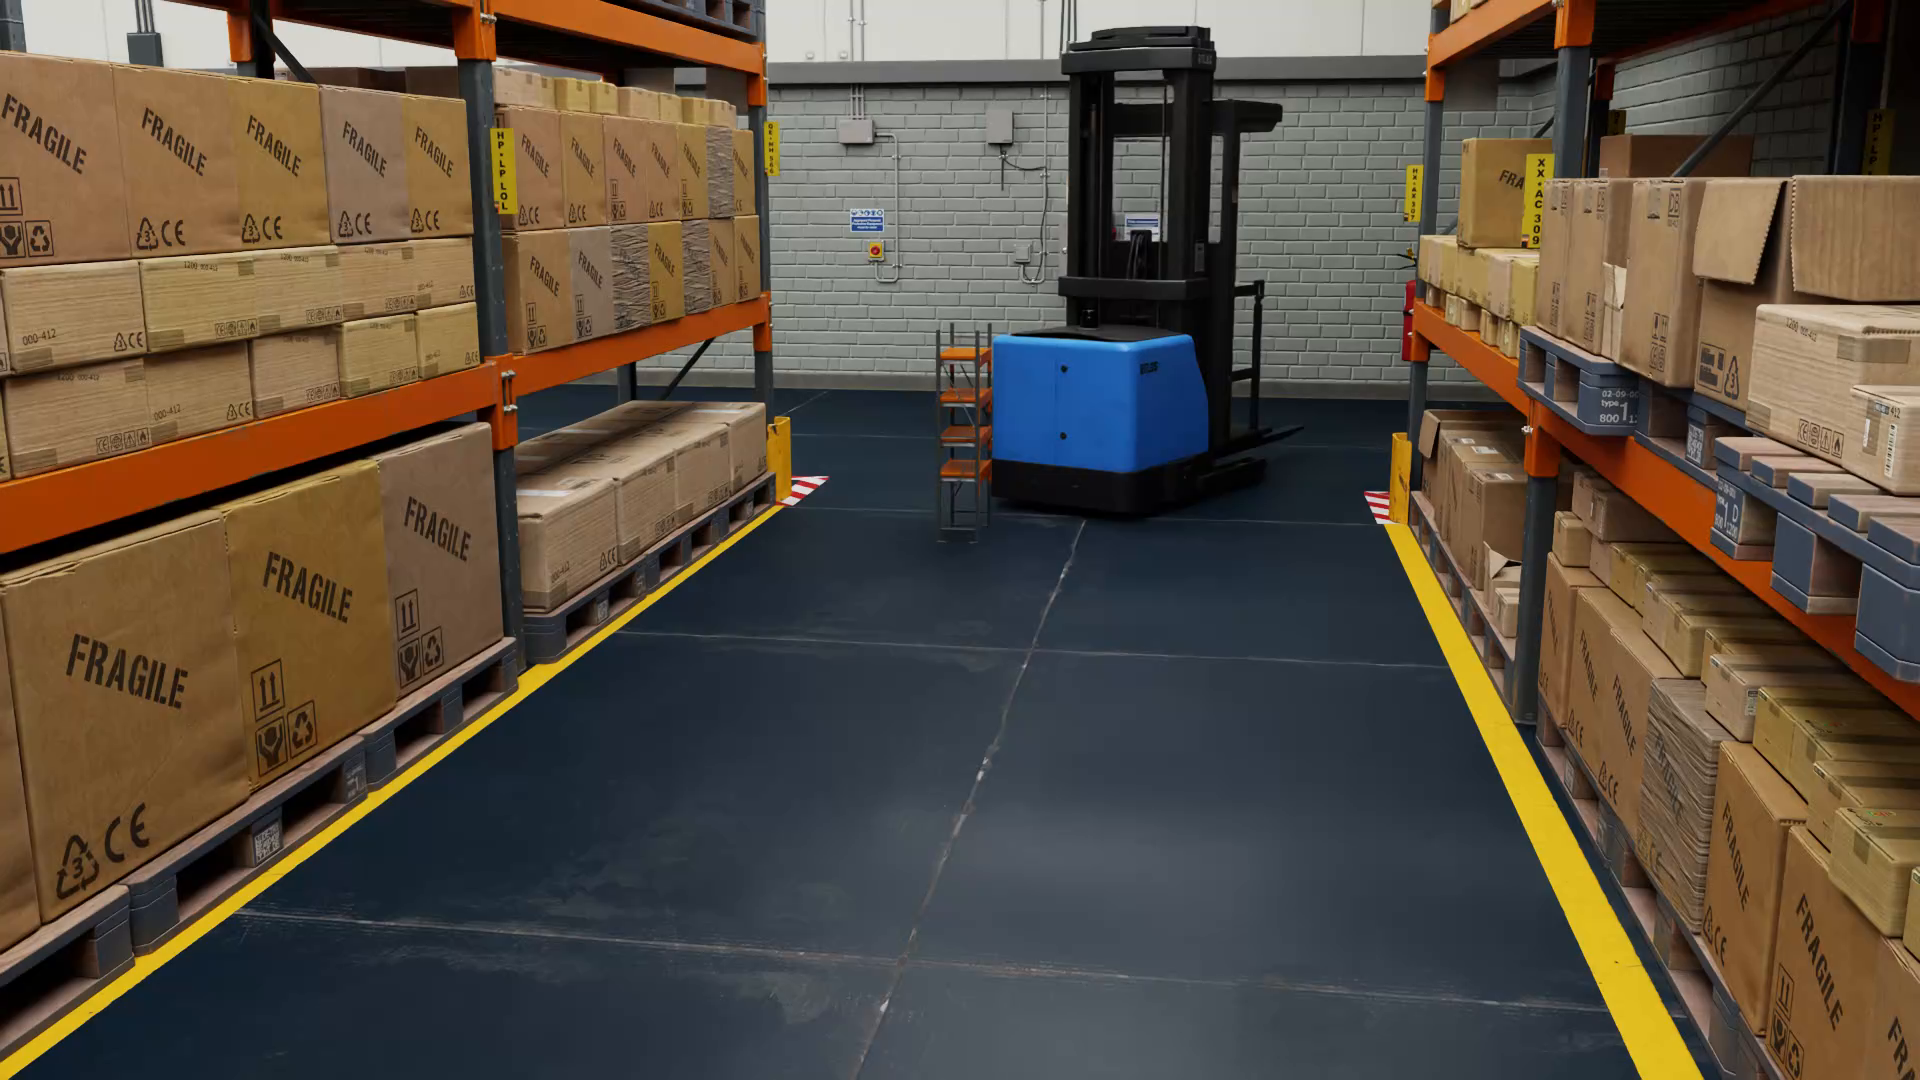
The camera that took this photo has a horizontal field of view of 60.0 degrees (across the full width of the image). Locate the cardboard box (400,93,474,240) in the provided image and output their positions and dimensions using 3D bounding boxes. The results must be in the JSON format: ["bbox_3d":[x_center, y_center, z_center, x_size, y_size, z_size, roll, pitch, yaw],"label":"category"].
[{"bbox_3d":[-2.136,-1.360,6.072,0.500,0.500,0.500,2,12,10],"label":"cardboard box"}]

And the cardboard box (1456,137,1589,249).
[{"bbox_3d":[2.639,-1.636,7.837,0.500,0.500,0.500,2,12,10],"label":"cardboard box"}]

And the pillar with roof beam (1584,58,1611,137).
[{"bbox_3d":[0.256,-5.200,12.262,9.100,9.000,0.400,2,12,9],"label":"pillar with roof beam"}]

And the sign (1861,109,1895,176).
[{"bbox_3d":[3.139,-1.312,5.712,0.100,0.325,0.005,2,12,9],"label":"sign"}]

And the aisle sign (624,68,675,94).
[{"bbox_3d":[-1.976,-3.051,10.360,0.394,0.787,0.004,2,12,9],"label":"aisle sign"}]

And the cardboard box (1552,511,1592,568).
[{"bbox_3d":[2.272,0.003,5.758,0.380,0.149,0.250,2,12,11],"label":"cardboard box"}]

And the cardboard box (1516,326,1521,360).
[{"bbox_3d":[2.408,-0.770,6.541,0.380,0.149,0.250,2,12,10],"label":"cardboard box"}]

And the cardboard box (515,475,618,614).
[{"bbox_3d":[-2.113,-0.003,7.473,0.875,0.438,0.875,2,12,8],"label":"cardboard box"}]

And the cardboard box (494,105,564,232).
[{"bbox_3d":[-2.003,-1.552,6.965,0.500,0.500,0.500,2,12,9],"label":"cardboard box"}]

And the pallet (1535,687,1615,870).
[{"bbox_3d":[2.502,0.771,5.417,1.003,0.211,1.213,2,12,9],"label":"pallet"}]

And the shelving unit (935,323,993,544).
[{"bbox_3d":[0.025,-0.621,9.527,0.258,1.200,0.503,2,12,9],"label":"shelving unit"}]

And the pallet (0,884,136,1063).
[{"bbox_3d":[-2.735,1.111,3.837,1.003,0.211,1.213,2,12,9],"label":"pallet"}]

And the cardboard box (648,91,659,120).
[{"bbox_3d":[-1.759,-2.208,8.468,0.380,0.149,0.250,2,12,10],"label":"cardboard box"}]

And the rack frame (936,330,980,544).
[{"bbox_3d":[-0.012,-0.570,9.291,0.240,1.200,0.015,2,12,9],"label":"rack frame"}]

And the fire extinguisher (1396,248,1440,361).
[{"bbox_3d":[2.771,-1.421,10.037,0.296,0.674,0.183,2,12,9],"label":"fire extinguisher"}]

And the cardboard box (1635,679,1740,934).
[{"bbox_3d":[2.054,0.670,4.203,0.500,0.500,0.500,1,12,7],"label":"cardboard box"}]

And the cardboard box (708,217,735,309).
[{"bbox_3d":[-1.605,-1.592,9.522,0.500,0.500,0.500,2,12,7],"label":"cardboard box"}]

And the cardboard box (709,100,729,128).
[{"bbox_3d":[-1.529,-2.419,9.449,0.380,0.149,0.250,2,12,8],"label":"cardboard box"}]

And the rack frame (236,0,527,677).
[{"bbox_3d":[-2.315,-0.923,6.657,1.000,3.000,0.127,2,12,9],"label":"rack frame"}]

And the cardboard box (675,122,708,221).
[{"bbox_3d":[-1.670,-1.973,8.917,0.500,0.500,0.500,2,12,8],"label":"cardboard box"}]

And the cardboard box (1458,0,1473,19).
[{"bbox_3d":[2.682,-2.669,8.234,0.380,0.149,0.250,2,12,8],"label":"cardboard box"}]

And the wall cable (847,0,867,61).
[{"bbox_3d":[-1.104,-5.882,15.425,0.463,3.000,0.029,2,12,9],"label":"wall cable"}]

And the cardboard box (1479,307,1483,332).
[{"bbox_3d":[2.644,-1.035,7.774,0.380,0.149,0.250,2,12,9],"label":"cardboard box"}]

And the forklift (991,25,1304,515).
[{"bbox_3d":[1.431,-1.842,11.085,1.130,2.935,3.031,8,15,34],"label":"forklift"}]

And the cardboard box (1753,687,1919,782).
[{"bbox_3d":[2.019,0.442,3.722,0.380,0.149,0.250,2,12,8],"label":"cardboard box"}]

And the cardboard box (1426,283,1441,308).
[{"bbox_3d":[2.883,-1.413,9.528,0.380,0.149,0.250,2,12,8],"label":"cardboard box"}]

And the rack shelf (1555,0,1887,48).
[{"bbox_3d":[2.282,-1.461,3.742,1.077,0.370,4.000,2,12,9],"label":"rack shelf"}]

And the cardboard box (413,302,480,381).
[{"bbox_3d":[-2.135,-0.748,6.201,0.500,0.250,0.500,2,12,7],"label":"cardboard box"}]

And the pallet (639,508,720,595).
[{"bbox_3d":[-1.936,0.030,8.855,1.003,0.211,1.213,2,12,9],"label":"pallet"}]

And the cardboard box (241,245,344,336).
[{"bbox_3d":[-2.286,-0.782,5.172,0.500,0.250,0.500,2,12,10],"label":"cardboard box"}]

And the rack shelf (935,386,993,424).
[{"bbox_3d":[0.025,-0.774,9.494,0.258,0.148,0.480,2,12,9],"label":"rack shelf"}]

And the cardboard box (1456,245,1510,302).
[{"bbox_3d":[2.659,-1.264,7.890,0.500,0.250,0.500,2,12,7],"label":"cardboard box"}]

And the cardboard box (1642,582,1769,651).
[{"bbox_3d":[2.173,0.225,4.727,0.380,0.149,0.250,2,12,9],"label":"cardboard box"}]

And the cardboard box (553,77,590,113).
[{"bbox_3d":[-1.890,-1.993,7.473,0.380,0.149,0.250,2,12,8],"label":"cardboard box"}]

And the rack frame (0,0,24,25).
[{"bbox_3d":[-6.607,-4.828,10.535,1.000,3.000,0.127,2,12,9],"label":"rack frame"}]

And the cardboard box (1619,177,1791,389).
[{"bbox_3d":[2.094,-0.653,4.167,0.700,0.500,0.500,2,12,8],"label":"cardboard box"}]

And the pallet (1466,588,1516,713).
[{"bbox_3d":[2.696,0.457,6.871,1.003,0.211,1.213,2,12,9],"label":"pallet"}]

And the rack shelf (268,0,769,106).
[{"bbox_3d":[-2.008,-2.454,8.348,1.077,0.370,4.000,2,12,9],"label":"rack shelf"}]

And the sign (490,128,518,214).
[{"bbox_3d":[-1.778,-1.435,6.471,0.100,0.325,0.005,2,12,9],"label":"sign"}]

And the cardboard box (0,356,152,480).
[{"bbox_3d":[-2.459,-0.327,4.248,0.500,0.250,0.500,2,12,11],"label":"cardboard box"}]

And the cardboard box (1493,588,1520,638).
[{"bbox_3d":[2.385,0.300,6.753,0.380,0.149,0.250,2,12,7],"label":"cardboard box"}]

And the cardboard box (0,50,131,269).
[{"bbox_3d":[-2.452,-0.934,4.095,0.500,0.500,0.500,2,12,10],"label":"cardboard box"}]

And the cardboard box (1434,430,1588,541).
[{"bbox_3d":[2.847,-0.278,8.601,0.700,0.500,0.500,2,12,11],"label":"cardboard box"}]

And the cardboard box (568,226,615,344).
[{"bbox_3d":[-1.903,-1.166,7.546,0.500,0.500,0.500,2,12,9],"label":"cardboard box"}]

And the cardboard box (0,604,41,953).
[{"bbox_3d":[-2.742,0.602,3.627,0.875,0.875,0.875,2,12,8],"label":"cardboard box"}]

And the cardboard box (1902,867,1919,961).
[{"bbox_3d":[1.800,0.658,2.716,0.380,0.149,0.250,1,12,6],"label":"cardboard box"}]
